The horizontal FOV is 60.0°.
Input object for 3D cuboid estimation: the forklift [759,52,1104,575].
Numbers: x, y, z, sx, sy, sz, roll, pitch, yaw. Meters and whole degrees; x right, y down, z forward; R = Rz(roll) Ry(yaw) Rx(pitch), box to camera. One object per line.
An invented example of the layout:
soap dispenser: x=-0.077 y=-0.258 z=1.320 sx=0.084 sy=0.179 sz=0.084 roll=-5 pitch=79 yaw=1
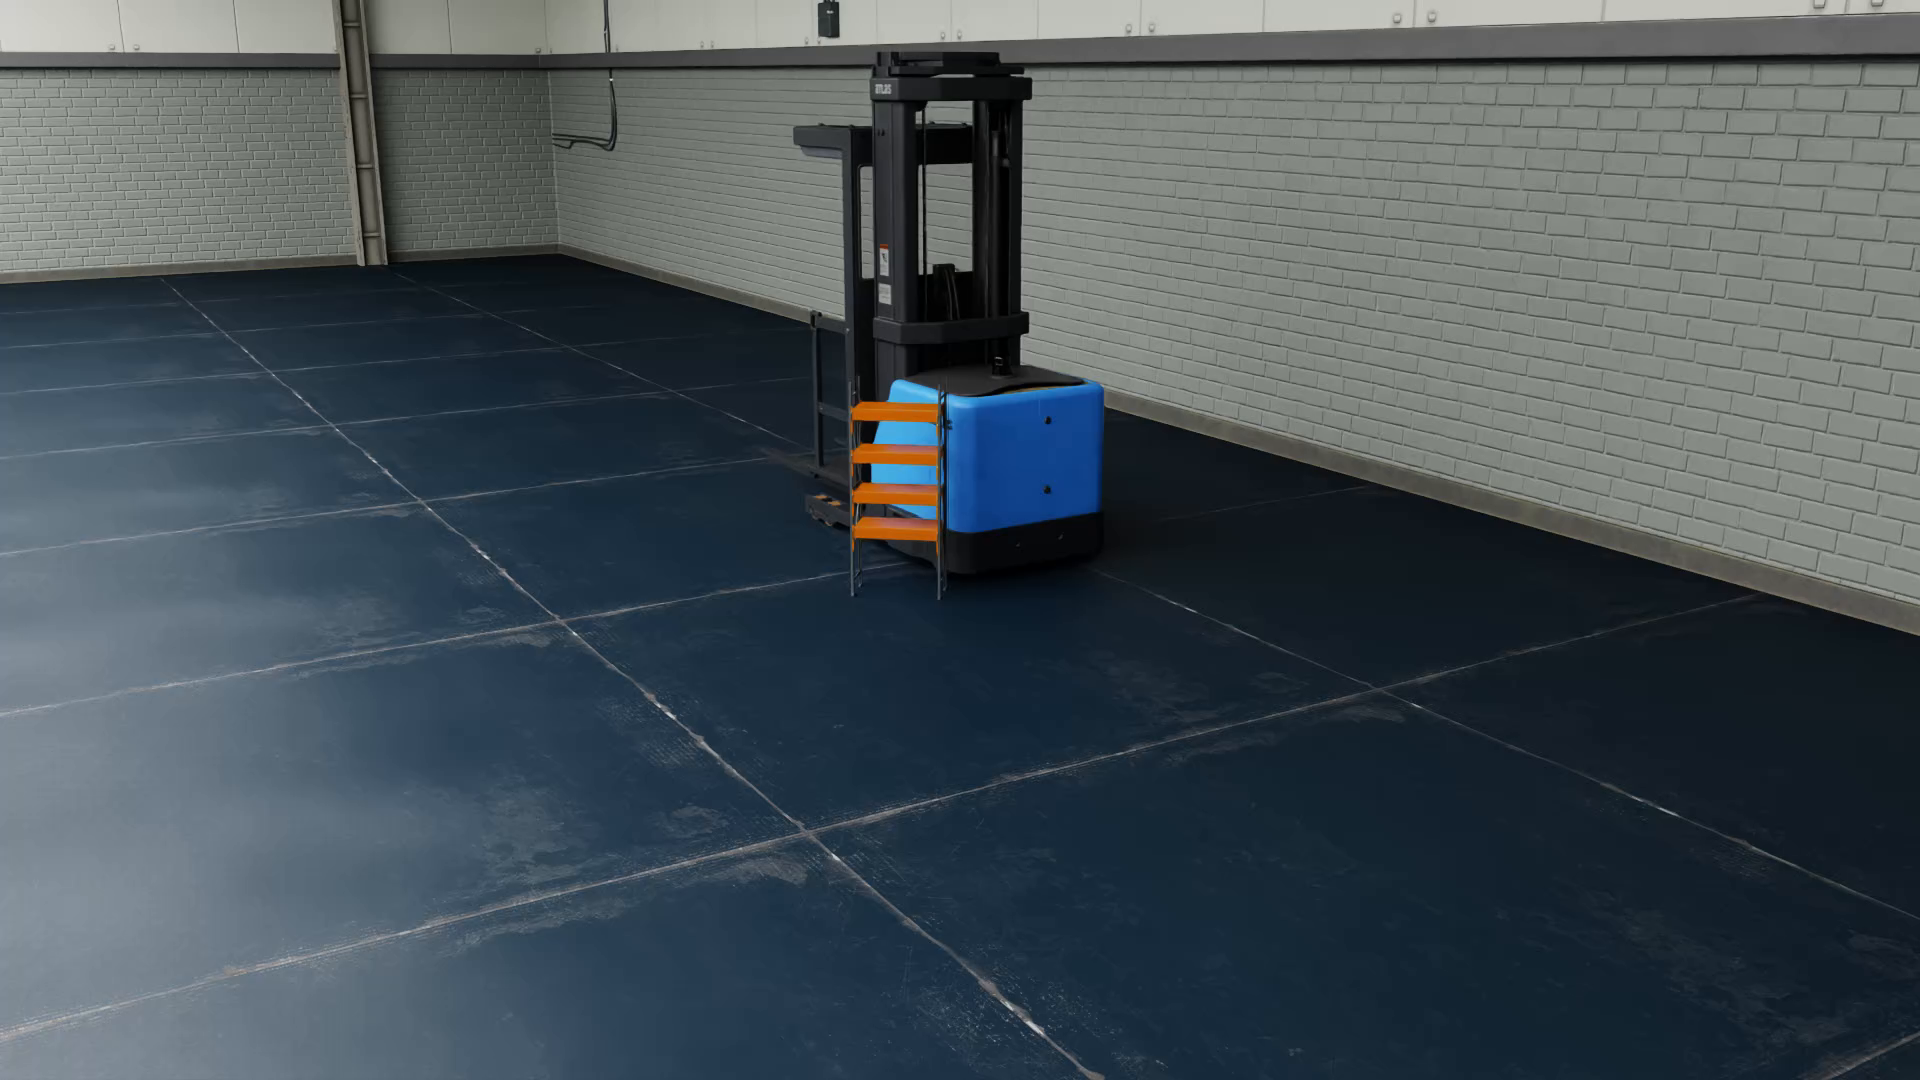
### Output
forklift: x=-0.353 y=-1.557 z=10.535 sx=1.130 sy=2.935 sz=3.031 roll=-10 pitch=18 yaw=-31

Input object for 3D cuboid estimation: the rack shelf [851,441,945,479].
rack shelf: x=-0.338 y=-0.441 z=9.168 sx=0.480 sy=0.148 sz=0.258 roll=2 pitch=14 yaw=8

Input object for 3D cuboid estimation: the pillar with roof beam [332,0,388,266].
pillar with roof beam: x=-6.782 y=-7.561 z=20.711 sx=0.400 sy=9.000 sz=9.100 roll=-9 pitch=18 yaw=-30

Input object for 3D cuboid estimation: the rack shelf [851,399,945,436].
rack shelf: x=-0.337 y=-0.670 z=9.110 sx=0.480 sy=0.148 sz=0.258 roll=2 pitch=14 yaw=8

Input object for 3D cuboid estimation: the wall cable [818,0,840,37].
wall cable: x=-0.917 y=-8.100 z=16.332 sx=0.169 sy=6.003 sz=2.305 roll=-9 pitch=18 yaw=-30

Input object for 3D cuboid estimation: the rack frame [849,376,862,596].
rack frame: x=-0.580 y=-0.299 z=9.240 sx=0.015 sy=1.200 sz=0.240 roll=2 pitch=14 yaw=8

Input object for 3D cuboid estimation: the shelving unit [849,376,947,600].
shelving unit: x=-0.339 y=-0.289 z=9.207 sx=0.503 sy=1.200 sz=0.258 roll=2 pitch=14 yaw=8

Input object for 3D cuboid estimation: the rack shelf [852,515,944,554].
rack shelf: x=-0.340 y=-0.032 z=9.272 sx=0.480 sy=0.148 sz=0.258 roll=2 pitch=14 yaw=8

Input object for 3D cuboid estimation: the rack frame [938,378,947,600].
rack frame: x=-0.097 y=-0.280 z=9.174 sx=0.015 sy=1.200 sz=0.240 roll=2 pitch=14 yaw=8

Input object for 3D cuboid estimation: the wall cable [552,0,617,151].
wall cable: x=-5.793 y=-7.166 z=25.053 sx=0.112 sy=2.526 sz=3.097 roll=-9 pitch=18 yaw=-30

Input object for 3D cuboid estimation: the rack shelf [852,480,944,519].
rack shelf: x=-0.339 y=-0.224 z=9.223 sx=0.480 sy=0.148 sz=0.258 roll=2 pitch=14 yaw=8
